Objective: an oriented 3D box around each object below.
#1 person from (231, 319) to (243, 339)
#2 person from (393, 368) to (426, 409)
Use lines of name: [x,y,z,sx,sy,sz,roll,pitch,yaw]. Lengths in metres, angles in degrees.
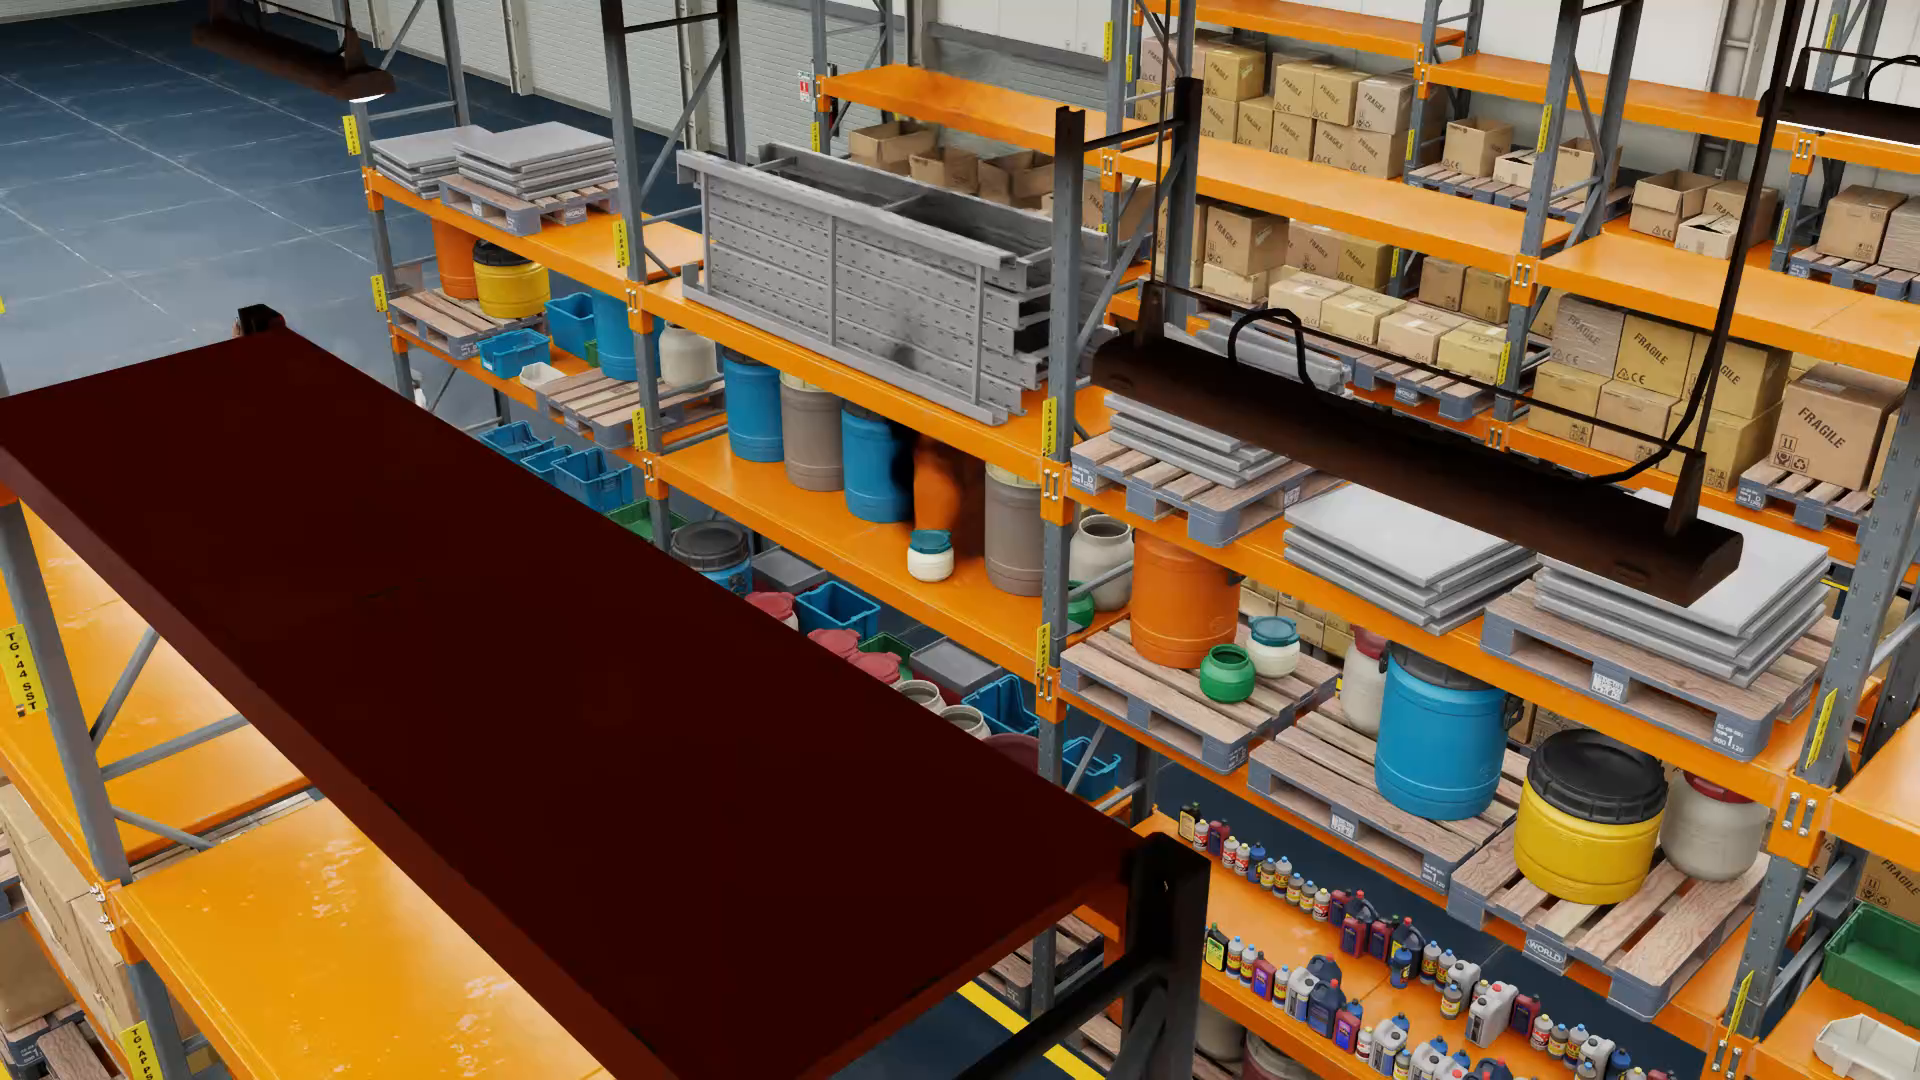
person: [-7.727,-1.661,18.249,0.533,1.618,0.593,-10,30,-18]
person: [-5.564,-1.011,17.004,0.603,1.652,0.676,-1,28,-2]
